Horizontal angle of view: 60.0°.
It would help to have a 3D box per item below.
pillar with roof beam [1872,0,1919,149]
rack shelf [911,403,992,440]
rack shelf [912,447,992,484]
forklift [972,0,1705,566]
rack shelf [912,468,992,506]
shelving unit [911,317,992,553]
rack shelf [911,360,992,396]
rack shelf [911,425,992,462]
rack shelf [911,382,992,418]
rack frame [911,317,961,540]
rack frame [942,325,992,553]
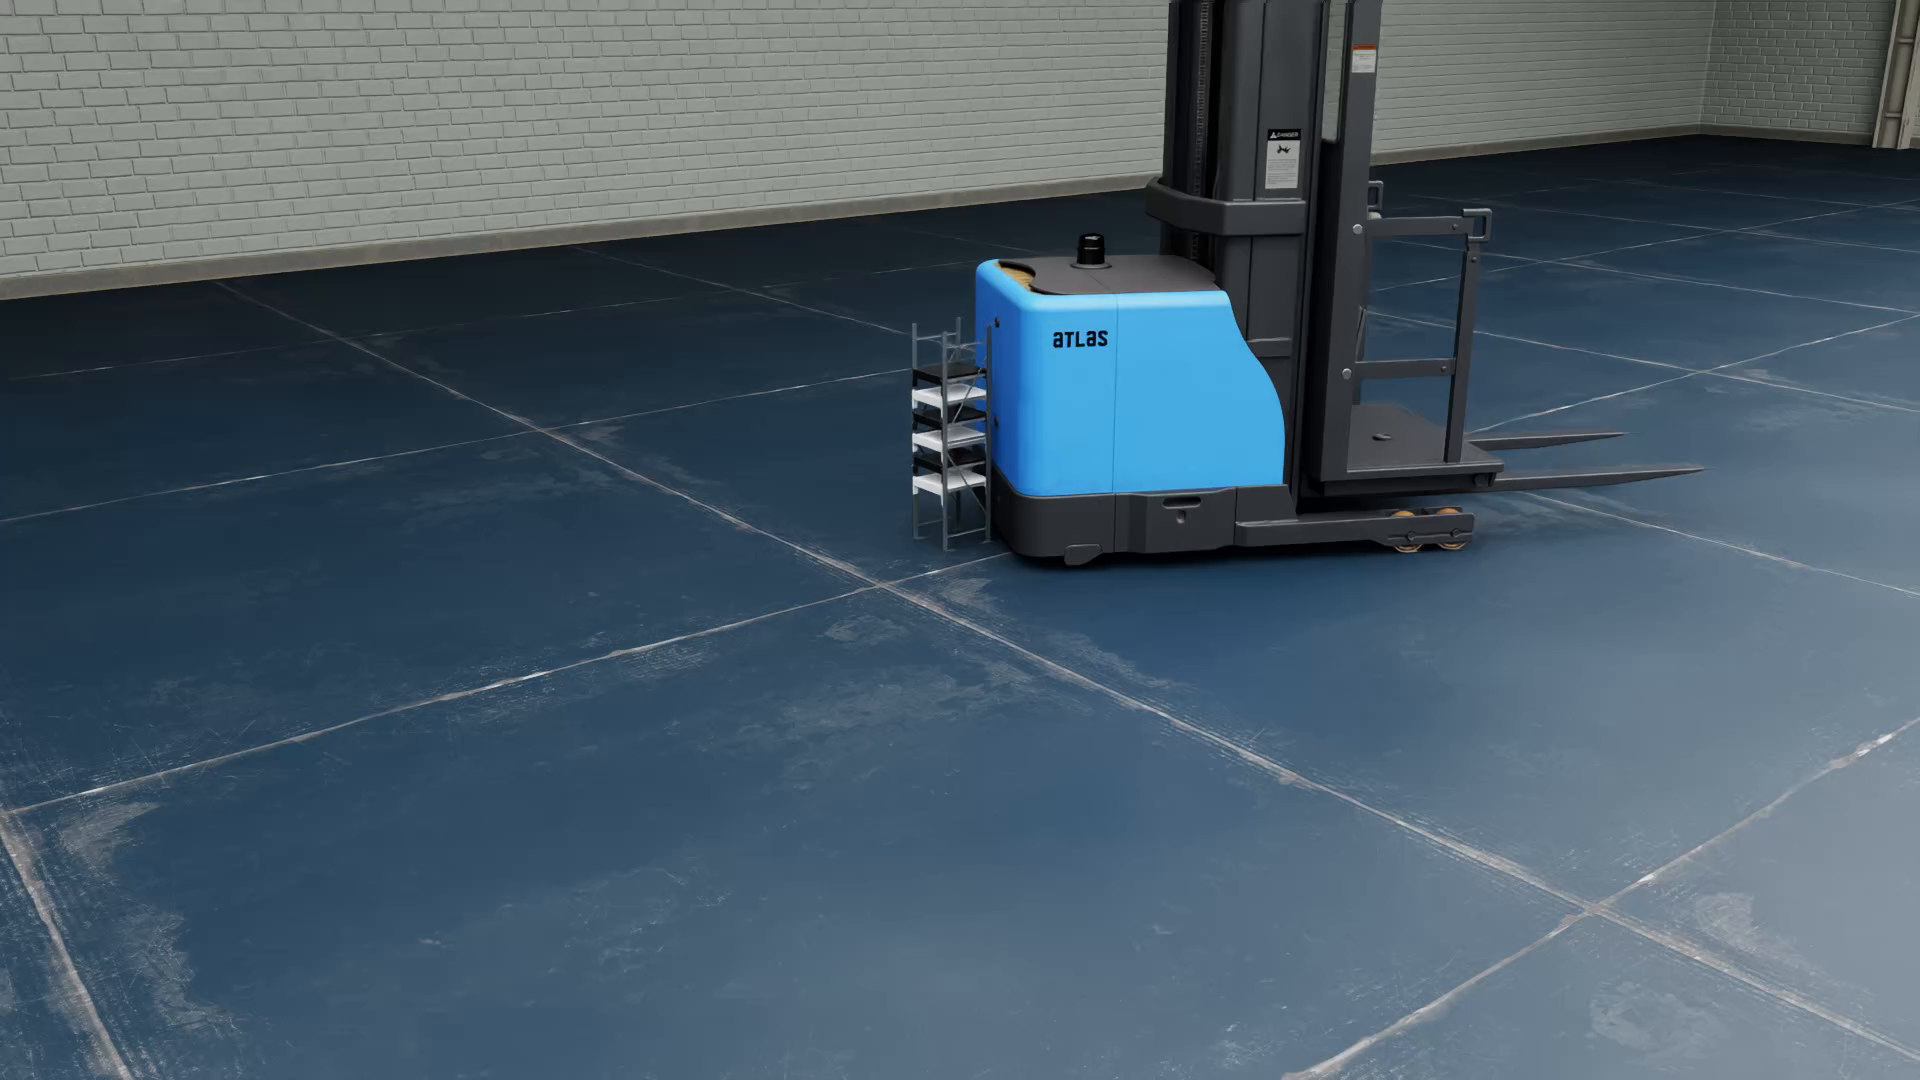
[{"bbox_3d":[9.989,-9.066,19.925,9.100,9.000,0.400,-14,23,-36],"label":"pillar with roof beam"},{"bbox_3d":[-0.034,-0.478,6.694,0.258,0.077,0.200,-13,22,-35],"label":"rack shelf"},{"bbox_3d":[-0.034,-0.307,6.750,0.258,0.077,0.200,-13,22,-35],"label":"rack shelf"},{"bbox_3d":[1.620,-1.499,6.726,3.031,2.935,1.130,-3,19,-10],"label":"forklift"},{"bbox_3d":[-0.034,-0.222,6.779,0.258,0.077,0.200,-13,22,-35],"label":"rack shelf"},{"bbox_3d":[-0.034,-0.424,6.712,0.258,0.900,0.210,-13,22,-35],"label":"shelving unit"},{"bbox_3d":[-0.034,-0.649,6.637,0.258,0.077,0.200,-13,22,-35],"label":"rack shelf"},{"bbox_3d":[-0.034,-0.392,6.722,0.258,0.077,0.200,-13,22,-35],"label":"rack shelf"},{"bbox_3d":[-0.034,-0.563,6.665,0.258,0.077,0.200,-13,22,-35],"label":"rack shelf"},{"bbox_3d":[-0.094,-0.450,6.789,0.240,0.900,0.006,-13,22,-35],"label":"rack frame"},{"bbox_3d":[0.027,-0.398,6.634,0.240,0.900,0.006,-13,22,-35],"label":"rack frame"}]
